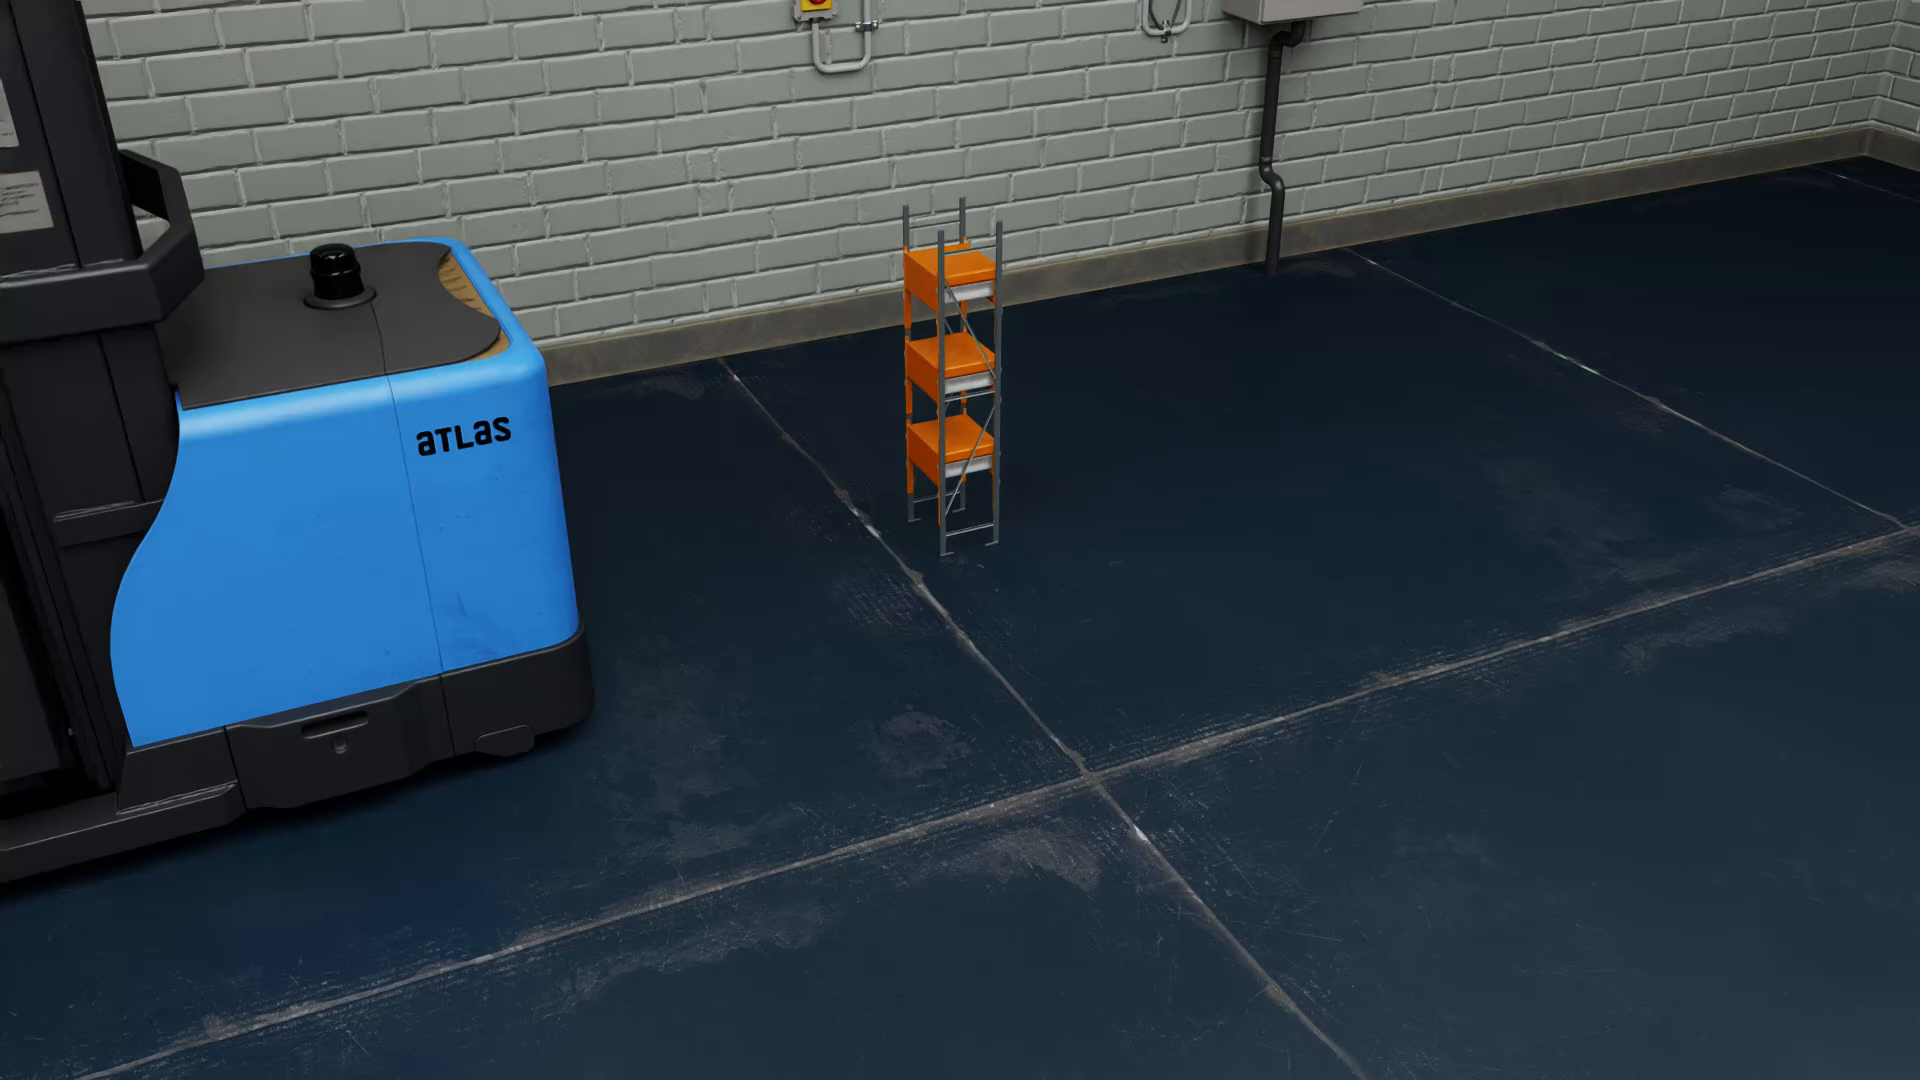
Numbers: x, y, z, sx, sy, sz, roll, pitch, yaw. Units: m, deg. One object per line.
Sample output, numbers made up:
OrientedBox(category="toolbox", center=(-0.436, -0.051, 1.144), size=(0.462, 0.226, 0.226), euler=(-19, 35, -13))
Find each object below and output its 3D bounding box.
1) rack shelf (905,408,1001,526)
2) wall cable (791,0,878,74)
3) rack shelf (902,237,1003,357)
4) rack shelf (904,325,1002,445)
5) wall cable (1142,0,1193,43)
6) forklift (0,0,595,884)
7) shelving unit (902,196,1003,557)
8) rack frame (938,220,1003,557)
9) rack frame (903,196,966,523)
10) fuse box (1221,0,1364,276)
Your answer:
OrientedBox(category="rack shelf", center=(-0.023, -0.230, 5.177), size=(0.215, 0.259, 0.240), euler=(-13, 32, -22))
OrientedBox(category="wall cable", center=(-0.551, -2.558, 5.673), size=(0.585, 1.953, 0.123), euler=(-13, 32, -22))
OrientedBox(category="rack shelf", center=(-0.023, -0.720, 4.902), size=(0.215, 0.259, 0.240), euler=(-13, 32, -22))
OrientedBox(category="rack shelf", center=(-0.023, -0.472, 5.041), size=(0.215, 0.259, 0.240), euler=(-13, 32, -22))
OrientedBox(category="wall cable", center=(0.725, -2.847, 6.221), size=(0.588, 1.984, 0.122), euler=(-13, 32, -22))
OrientedBox(category="forklift", center=(-2.508, -0.663, 3.435), size=(3.031, 2.935, 1.130), euler=(-13, 32, -23))
OrientedBox(category="shelving unit", center=(-0.023, -0.482, 5.035), size=(0.215, 1.050, 0.252), euler=(-13, 32, -22))
OrientedBox(category="rack frame", center=(0.029, -0.428, 4.939), size=(0.200, 1.050, 0.008), euler=(-13, 32, -22))
OrientedBox(category="rack frame", center=(-0.075, -0.535, 5.132), size=(0.200, 1.050, 0.008), euler=(-13, 32, -22))
OrientedBox(category="fuse box", center=(1.409, -1.915, 6.916), size=(0.539, 1.711, 0.414), euler=(-13, 32, -22))
